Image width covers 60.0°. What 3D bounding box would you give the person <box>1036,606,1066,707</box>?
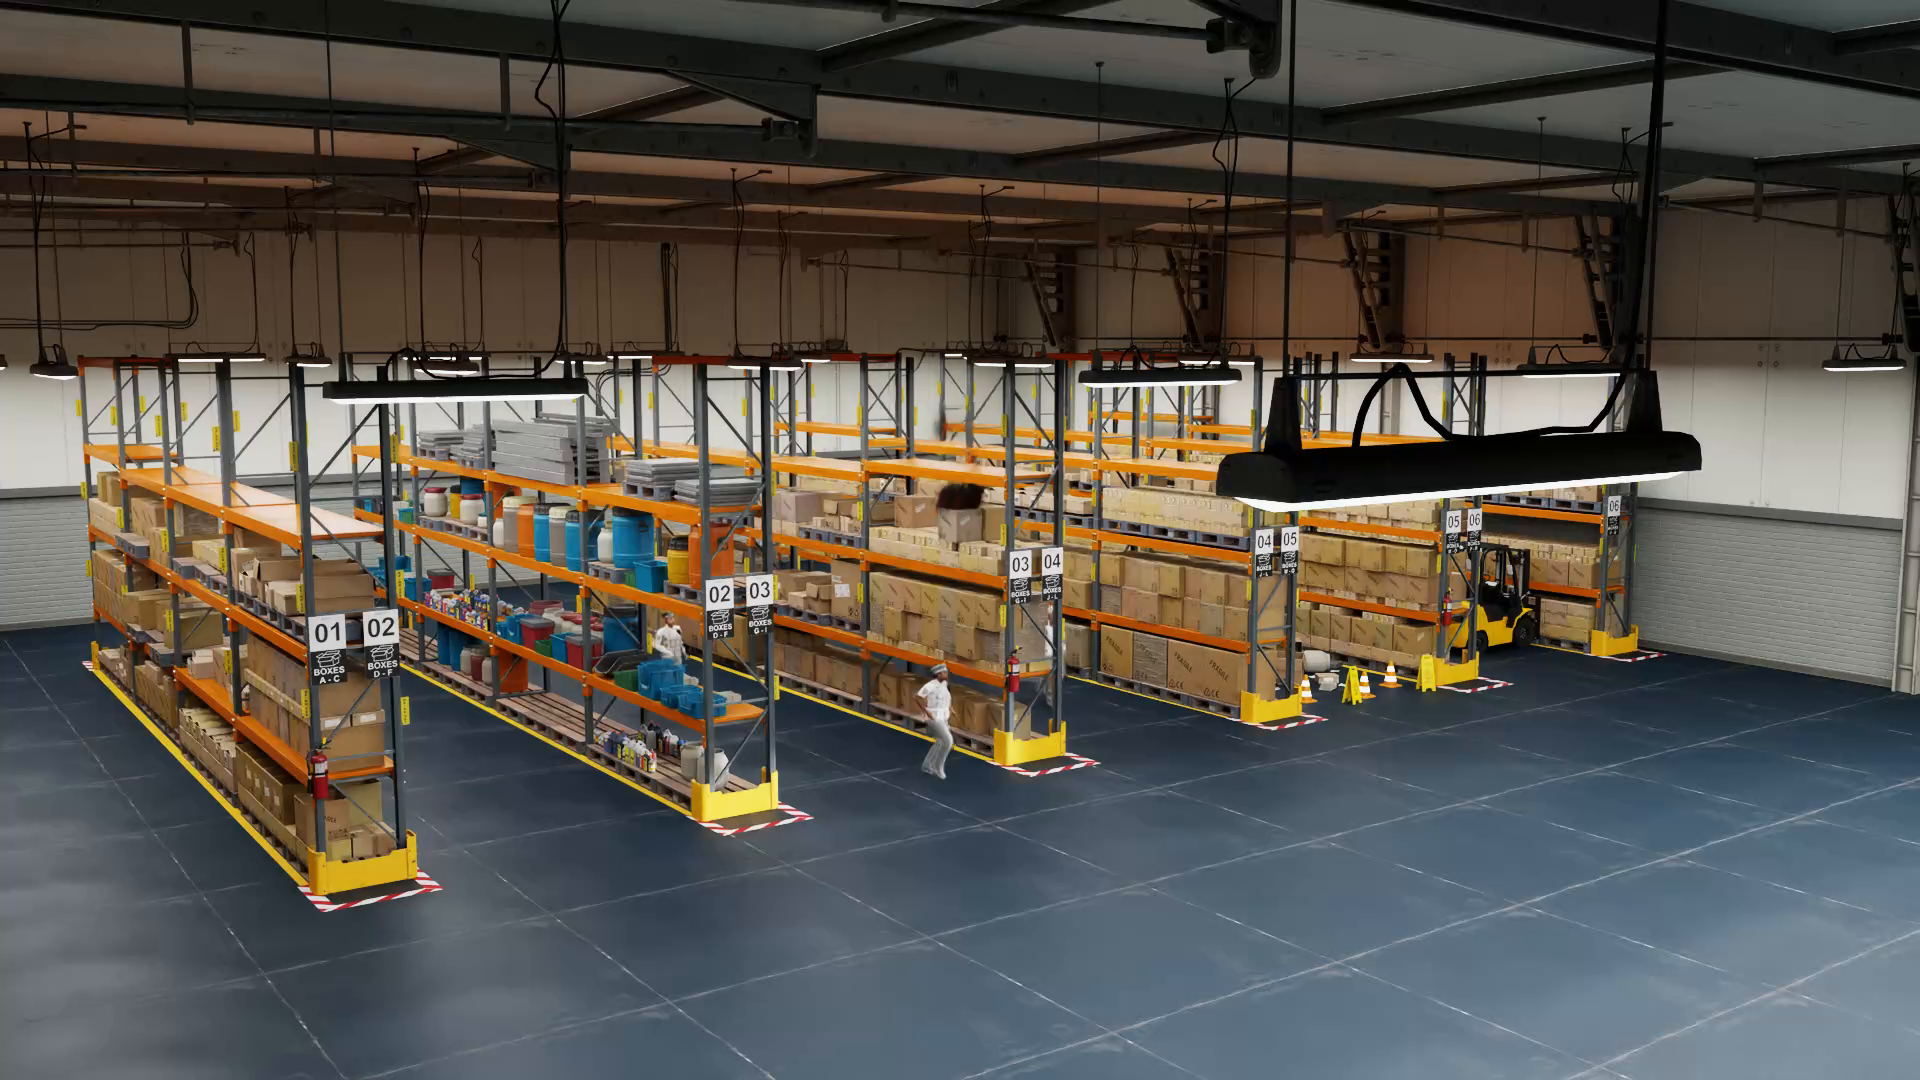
[{"bbox_3d":[1.551,1.990,28.757,0.685,1.756,0.678,-6,9,-42],"label":"person"}]

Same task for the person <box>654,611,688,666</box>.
[{"bbox_3d":[-5.013,2.030,28.841,0.616,1.659,0.554,-6,9,-40],"label":"person"}]

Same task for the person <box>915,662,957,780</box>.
[{"bbox_3d":[-0.301,2.602,24.016,0.637,1.679,0.590,4,8,32],"label":"person"}]

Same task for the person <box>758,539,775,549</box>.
[{"bbox_3d":[-4.861,0.526,41.254,0.686,1.618,0.923,6,9,42],"label":"person"}]
